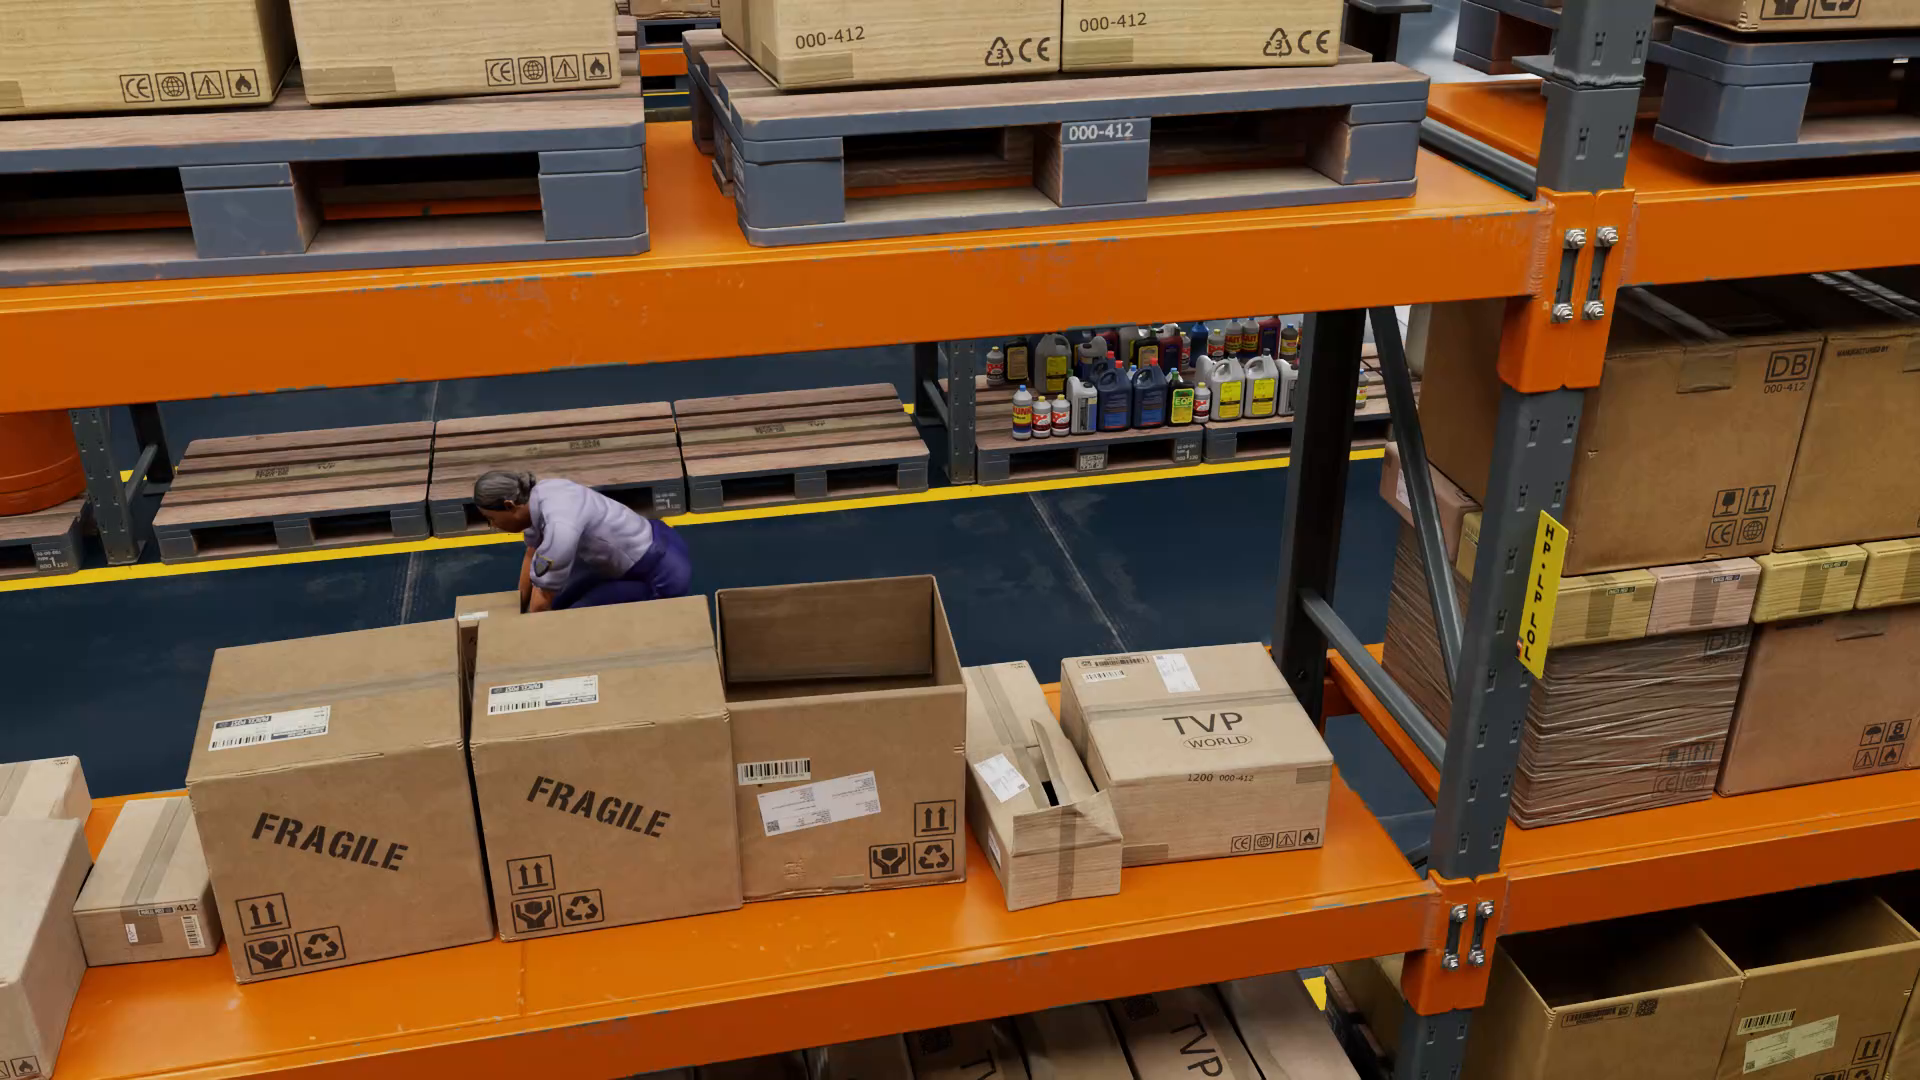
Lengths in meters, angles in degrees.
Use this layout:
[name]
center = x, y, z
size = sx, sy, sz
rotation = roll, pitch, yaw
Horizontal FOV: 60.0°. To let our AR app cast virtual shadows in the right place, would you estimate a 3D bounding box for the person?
[person]
center = -1.433, 0.172, 6.461
size = 0.783, 1.050, 0.531
rotation = -6, 28, -12
